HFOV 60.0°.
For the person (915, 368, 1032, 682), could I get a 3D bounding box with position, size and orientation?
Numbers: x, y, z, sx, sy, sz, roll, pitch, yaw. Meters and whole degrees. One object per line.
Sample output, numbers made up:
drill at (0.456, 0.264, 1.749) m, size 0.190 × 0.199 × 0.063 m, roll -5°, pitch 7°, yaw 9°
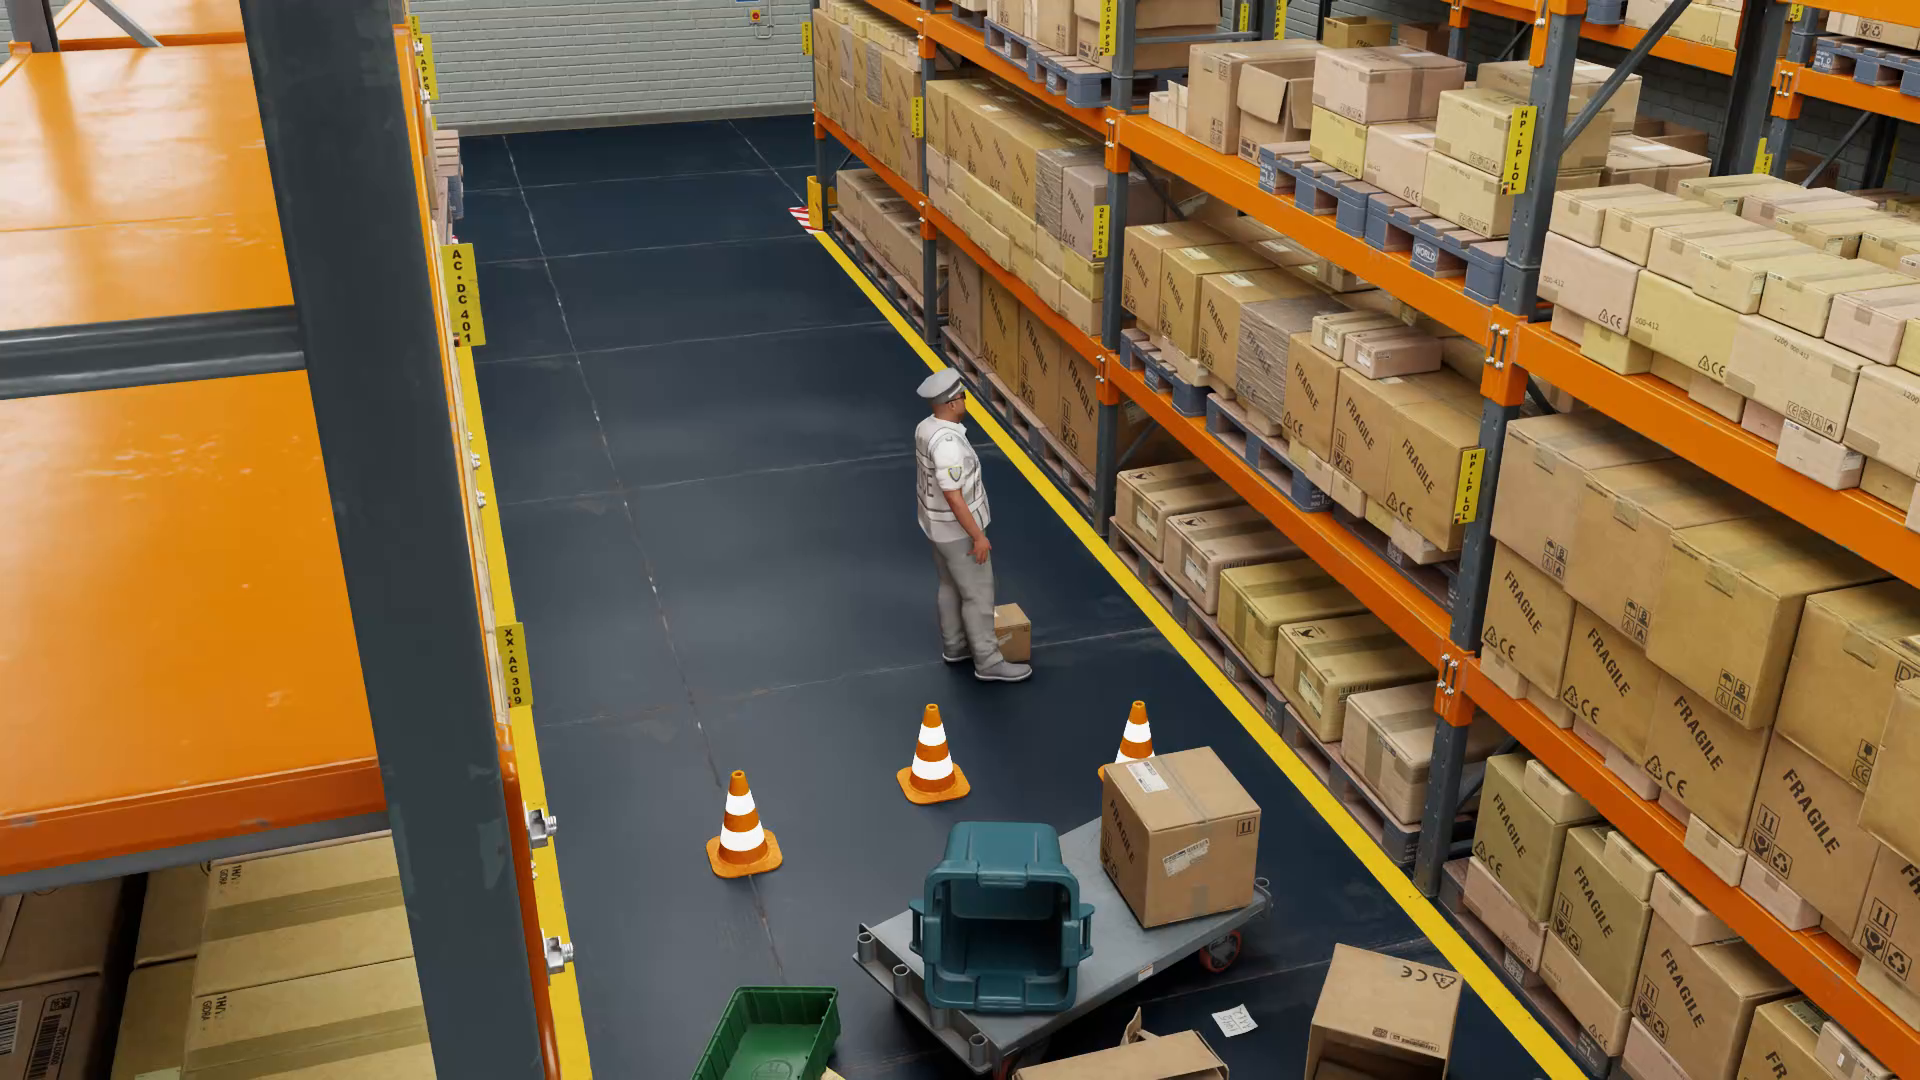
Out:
person at (0.057, -0.103, 9.259) m, size 0.574 × 1.780 × 0.640 m, roll -8°, pitch 27°, yaw -16°
